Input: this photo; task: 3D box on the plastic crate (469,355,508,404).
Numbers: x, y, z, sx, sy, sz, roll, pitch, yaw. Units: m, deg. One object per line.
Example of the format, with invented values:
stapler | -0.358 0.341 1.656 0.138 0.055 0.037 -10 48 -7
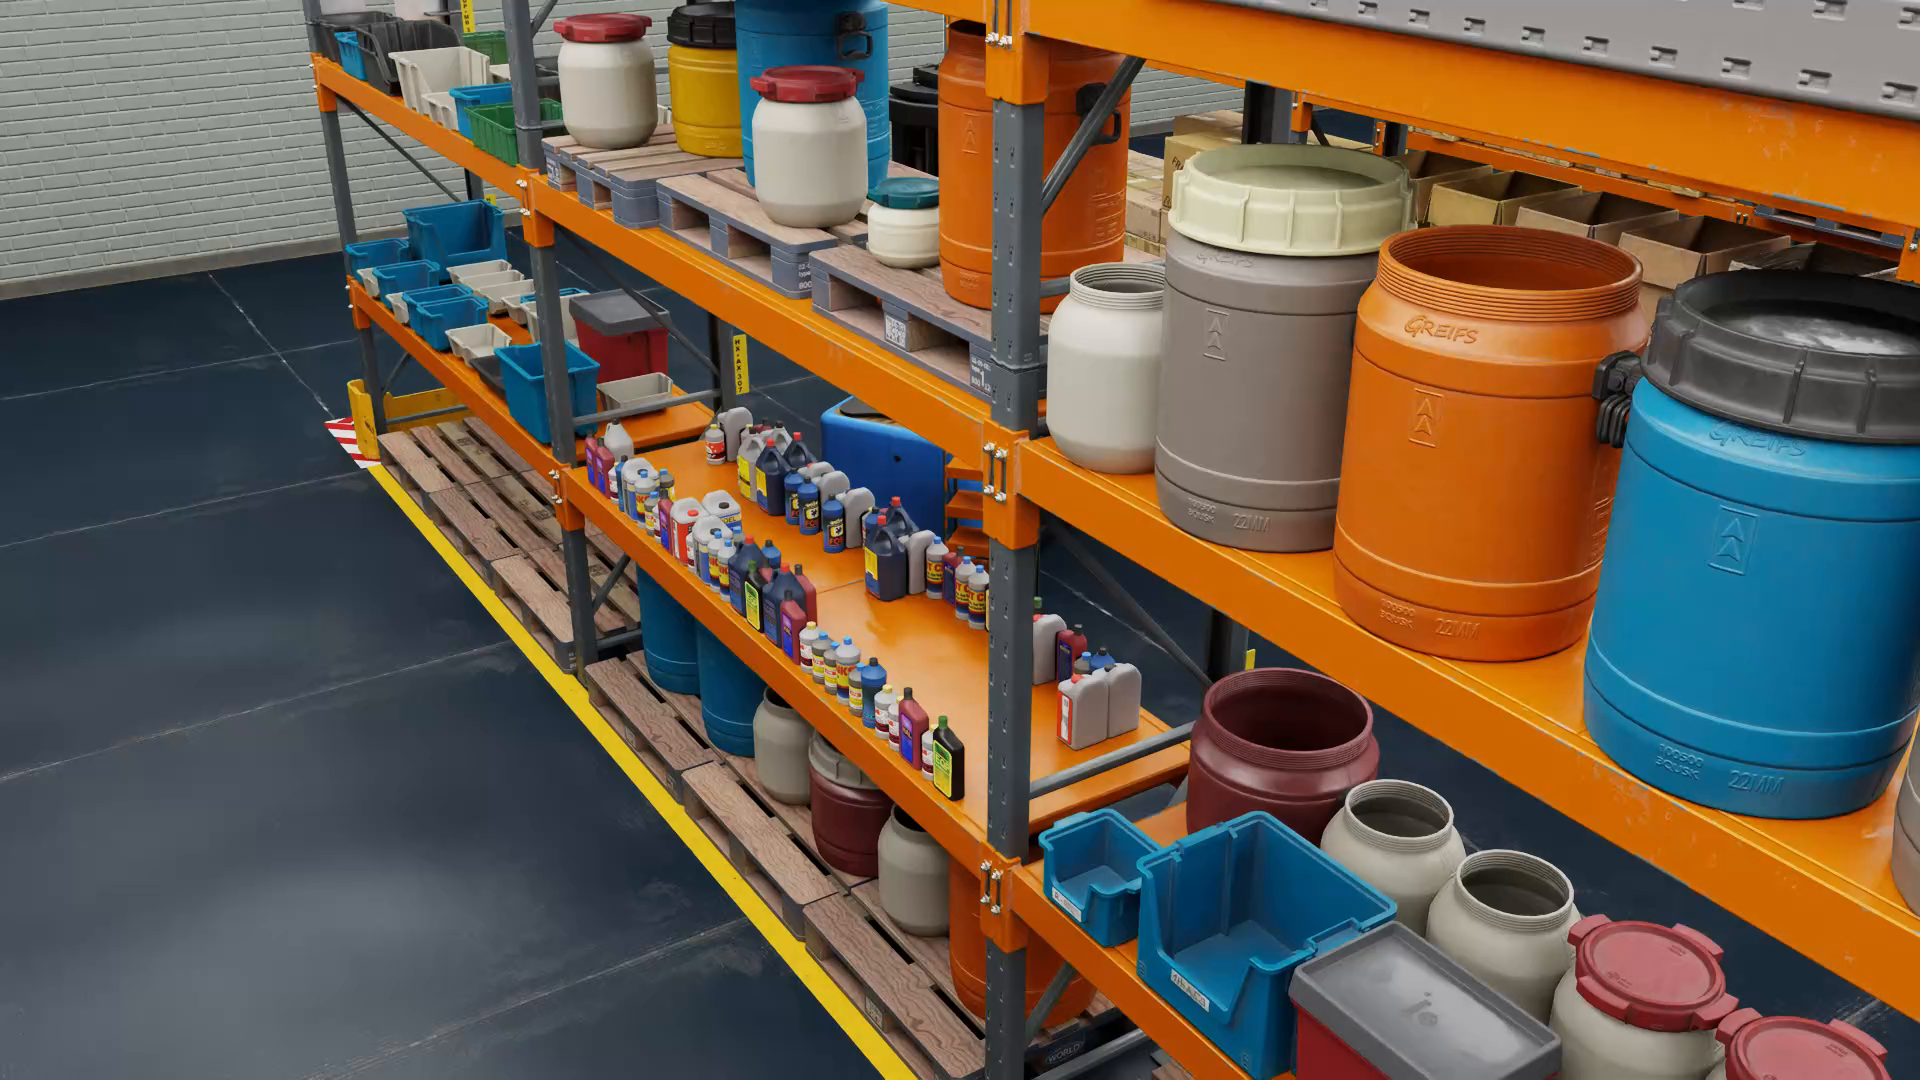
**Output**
plastic crate | -2.481 -0.924 9.446 0.437 0.125 0.590 -16 29 -30

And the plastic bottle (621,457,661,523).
plastic bottle | -1.511 -0.242 7.895 0.152 0.276 0.135 -16 29 -30

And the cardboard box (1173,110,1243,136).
cardboard box | 1.908 -2.838 12.196 0.500 0.500 0.500 -17 30 -31

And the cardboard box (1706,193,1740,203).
cardboard box | 6.364 -2.892 13.656 0.380 0.149 0.250 -16 30 -30

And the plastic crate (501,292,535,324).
plastic crate | -2.736 -1.470 10.589 0.298 0.136 0.250 -16 29 -30

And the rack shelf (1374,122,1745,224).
rack shelf | 5.624 -3.348 15.170 1.077 0.370 4.000 -16 29 -30

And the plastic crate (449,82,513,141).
plastic crate | -2.409 -2.216 8.612 0.416 0.233 0.300 -16 29 -30

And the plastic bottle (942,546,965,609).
plastic bottle | -0.019 0.146 7.064 0.061 0.283 0.133 -16 29 -30

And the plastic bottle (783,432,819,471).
plastic bottle | -0.768 -0.343 8.020 0.144 0.351 0.185 -16 29 -30

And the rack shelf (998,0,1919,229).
rack shelf | 1.631 -0.744 3.097 1.077 0.370 4.000 -16 29 -30

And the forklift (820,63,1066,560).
forklift | 0.293 -1.561 10.622 1.130 2.935 3.031 13 28 25

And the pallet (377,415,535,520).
pallet | -3.410 -0.549 11.666 1.003 0.211 1.213 -16 29 -30

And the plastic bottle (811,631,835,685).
plastic bottle | -0.532 0.455 6.506 0.097 0.201 0.097 0 25 0

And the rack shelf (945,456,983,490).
rack shelf | 0.180 -0.366 9.200 0.480 0.148 0.258 7 26 14

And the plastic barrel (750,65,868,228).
plastic barrel | -0.555 -1.460 6.164 0.433 0.535 0.433 0 25 0

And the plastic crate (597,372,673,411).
plastic crate | -1.779 -0.791 9.151 0.396 0.136 0.243 -16 29 -30

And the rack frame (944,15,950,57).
rack frame | 0.322 -3.269 14.160 1.000 3.000 0.127 -16 29 -30

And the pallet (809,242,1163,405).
pallet | 0.203 -0.820 5.682 1.003 0.211 1.213 -16 29 -30

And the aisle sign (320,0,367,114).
aisle sign | -4.116 -3.246 11.068 0.394 0.787 0.004 -16 29 -30

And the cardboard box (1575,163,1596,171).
cardboard box | 5.649 -3.360 14.647 0.380 0.149 0.250 -16 30 -30

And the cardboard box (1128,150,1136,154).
cardboard box | 1.085 -3.042 13.508 0.500 0.250 0.500 -16 30 -30

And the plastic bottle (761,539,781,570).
plastic bottle | -0.812 0.127 7.118 0.097 0.271 0.097 0 25 0

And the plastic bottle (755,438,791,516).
plastic bottle | -0.888 -0.309 7.949 0.144 0.351 0.185 -16 29 -30

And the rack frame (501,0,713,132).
rack frame | -1.645 -3.397 7.404 1.000 3.000 0.127 -16 29 -30

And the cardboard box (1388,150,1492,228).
cardboard box | 2.861 -2.110 10.414 0.797 0.503 0.637 -16 30 -31

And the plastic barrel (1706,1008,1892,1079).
plastic barrel | 1.984 1.461 3.983 0.433 0.535 0.433 0 25 0

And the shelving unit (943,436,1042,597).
shelving unit | 0.180 -0.011 9.368 0.503 1.200 0.258 7 26 14

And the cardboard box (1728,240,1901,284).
cardboard box | 4.303 -1.171 8.425 0.797 0.503 0.637 -14 29 -28

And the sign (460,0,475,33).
sign | -3.376 -3.557 11.381 0.100 0.325 0.005 -16 29 -30

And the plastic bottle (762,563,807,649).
plastic bottle | -0.715 0.249 6.767 0.144 0.351 0.185 -16 29 -30

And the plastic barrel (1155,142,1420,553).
plastic barrel | 0.806 -0.492 4.177 0.600 0.901 0.600 0 25 0

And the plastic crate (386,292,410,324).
plastic crate | -3.493 -1.481 10.611 0.250 0.136 0.298 -16 29 -30

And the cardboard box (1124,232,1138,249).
cardboard box | 1.363 -2.217 12.226 0.380 0.149 0.250 -16 30 -30

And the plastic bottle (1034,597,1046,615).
plastic bottle | 0.286 0.346 6.641 0.061 0.283 0.133 -16 29 -30

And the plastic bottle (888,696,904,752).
plastic bottle | -0.213 0.664 6.063 0.097 0.201 0.097 0 25 0

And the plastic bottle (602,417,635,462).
plastic bottle | -1.702 -0.445 8.238 0.144 0.351 0.185 -16 29 -30

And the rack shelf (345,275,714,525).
rack shelf | -2.736 -1.074 10.353 1.077 0.370 4.000 -16 29 -30

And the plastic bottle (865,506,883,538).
plastic bottle | -0.376 -0.021 7.431 0.097 0.271 0.097 0 25 0

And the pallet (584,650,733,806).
pallet | -1.258 0.863 8.674 1.003 0.211 1.213 -16 29 -30

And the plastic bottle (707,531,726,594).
plastic bottle | -1.039 0.091 7.194 0.097 0.271 0.097 0 25 0

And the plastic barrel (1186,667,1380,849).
plastic barrel | 1.046 0.781 5.423 0.600 0.536 0.708 -16 29 -30

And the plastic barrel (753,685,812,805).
plastic barrel | -0.742 0.926 7.697 0.421 0.512 0.421 0 25 0

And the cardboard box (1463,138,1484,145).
cardboard box | 4.967 -3.832 15.647 0.380 0.149 0.250 -14 29 -27

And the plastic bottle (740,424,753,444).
plastic bottle | -1.072 -0.493 8.513 0.097 0.201 0.097 0 25 0

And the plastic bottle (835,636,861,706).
plastic bottle | -0.425 0.493 6.343 0.097 0.271 0.097 0 25 0

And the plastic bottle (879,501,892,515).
plastic bottle | -0.319 -0.051 7.481 0.061 0.283 0.133 -16 29 -30

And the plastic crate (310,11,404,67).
plastic crate | -3.851 -3.209 10.673 0.497 0.269 0.590 -16 29 -30
